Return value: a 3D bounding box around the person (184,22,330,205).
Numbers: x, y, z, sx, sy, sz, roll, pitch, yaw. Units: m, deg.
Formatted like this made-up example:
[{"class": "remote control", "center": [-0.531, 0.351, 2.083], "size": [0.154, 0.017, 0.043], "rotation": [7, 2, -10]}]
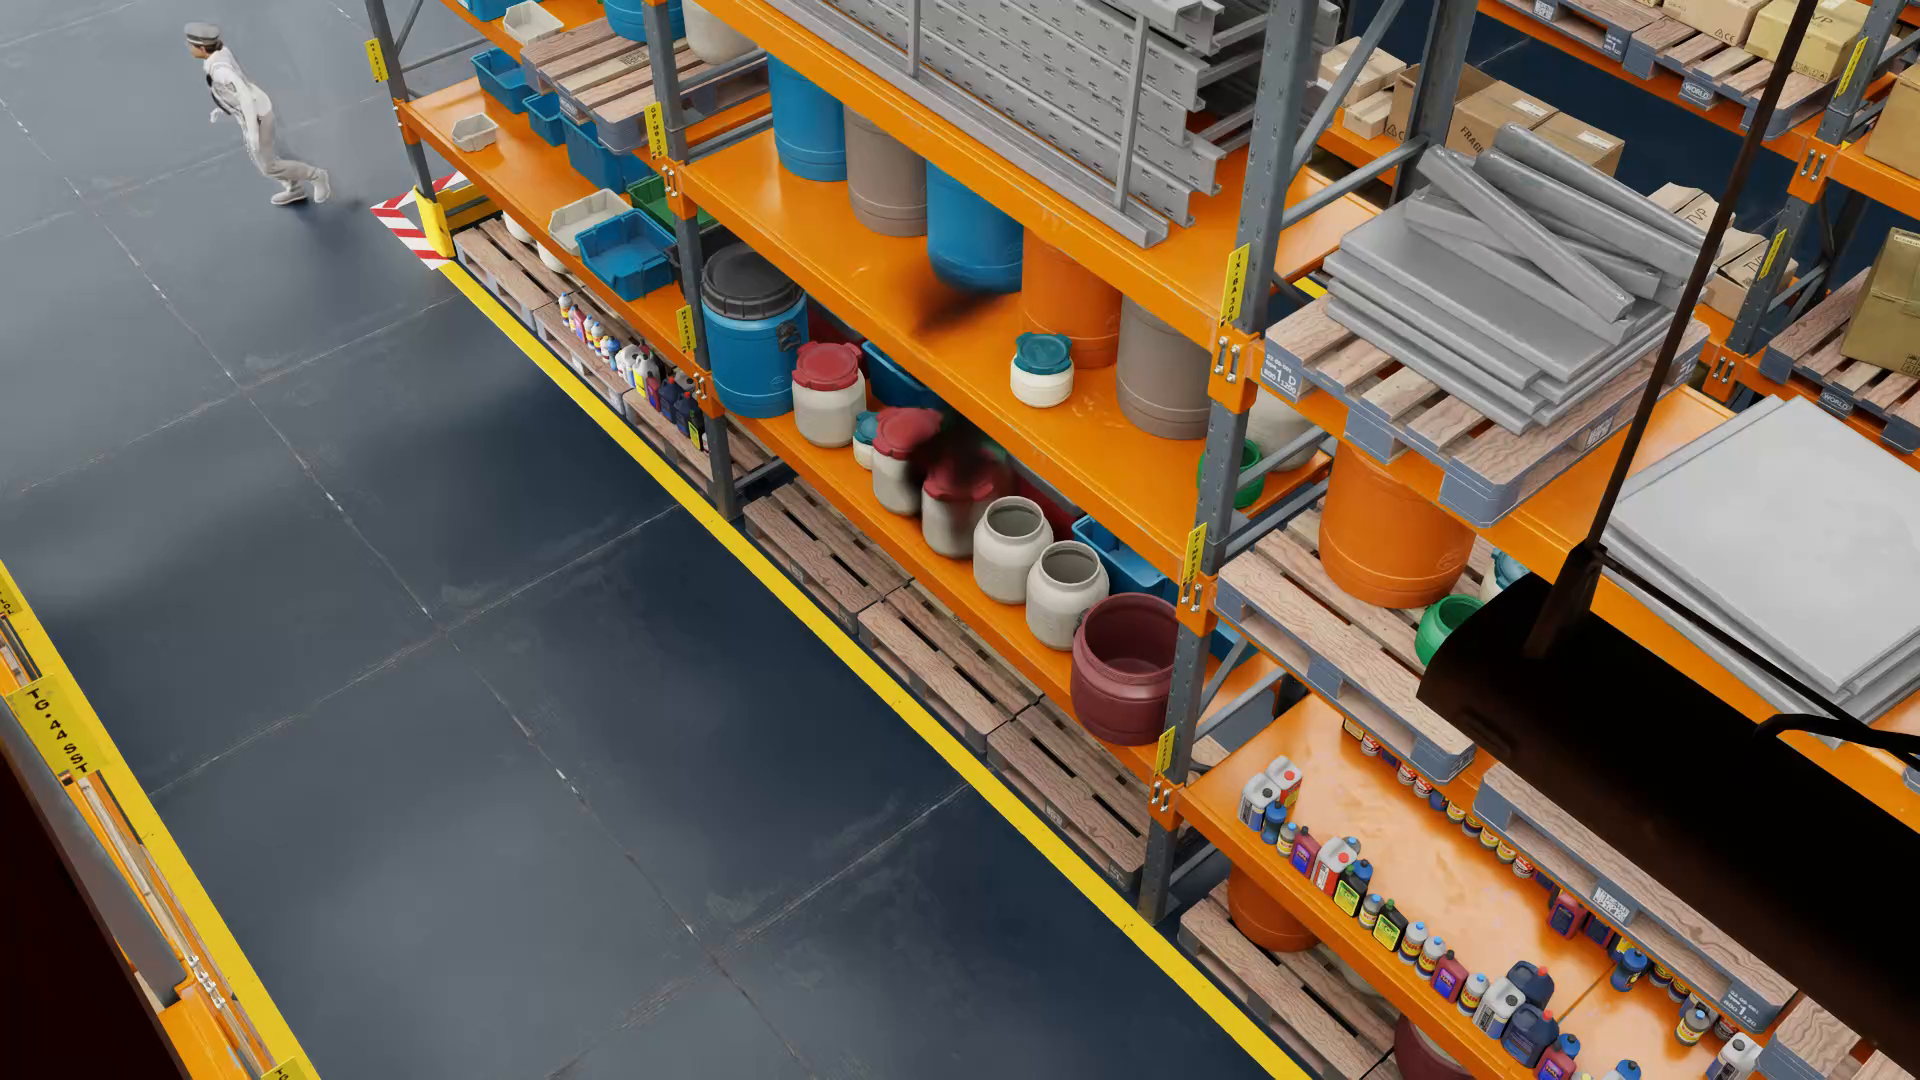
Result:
[{"class": "person", "center": [-5.512, -3.337, 13.046], "size": [0.707, 1.604, 0.586], "rotation": [-18, 49, -17]}]
